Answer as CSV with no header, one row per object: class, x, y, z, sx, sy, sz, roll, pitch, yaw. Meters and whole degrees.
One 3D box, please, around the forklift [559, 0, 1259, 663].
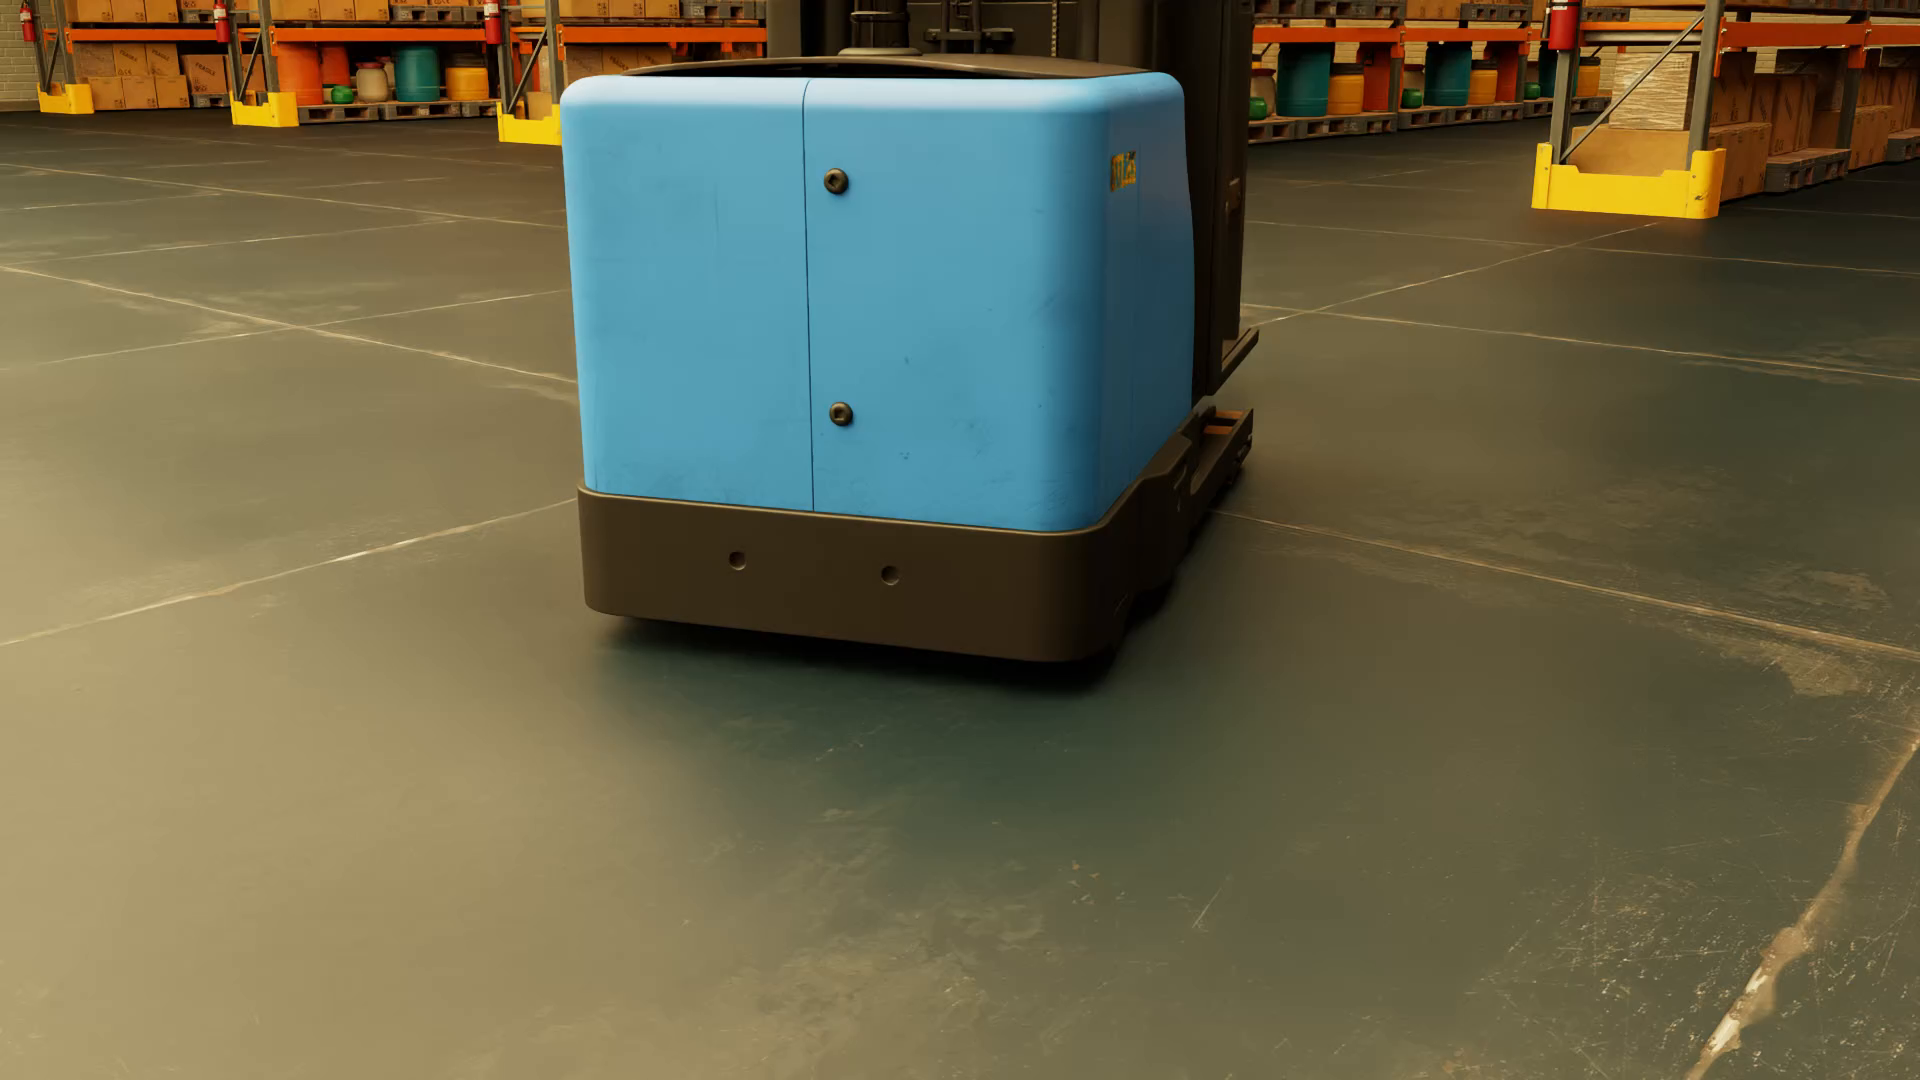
forklift,0.182,-1.571,4.072,1.130,2.935,3.031,5,18,17
